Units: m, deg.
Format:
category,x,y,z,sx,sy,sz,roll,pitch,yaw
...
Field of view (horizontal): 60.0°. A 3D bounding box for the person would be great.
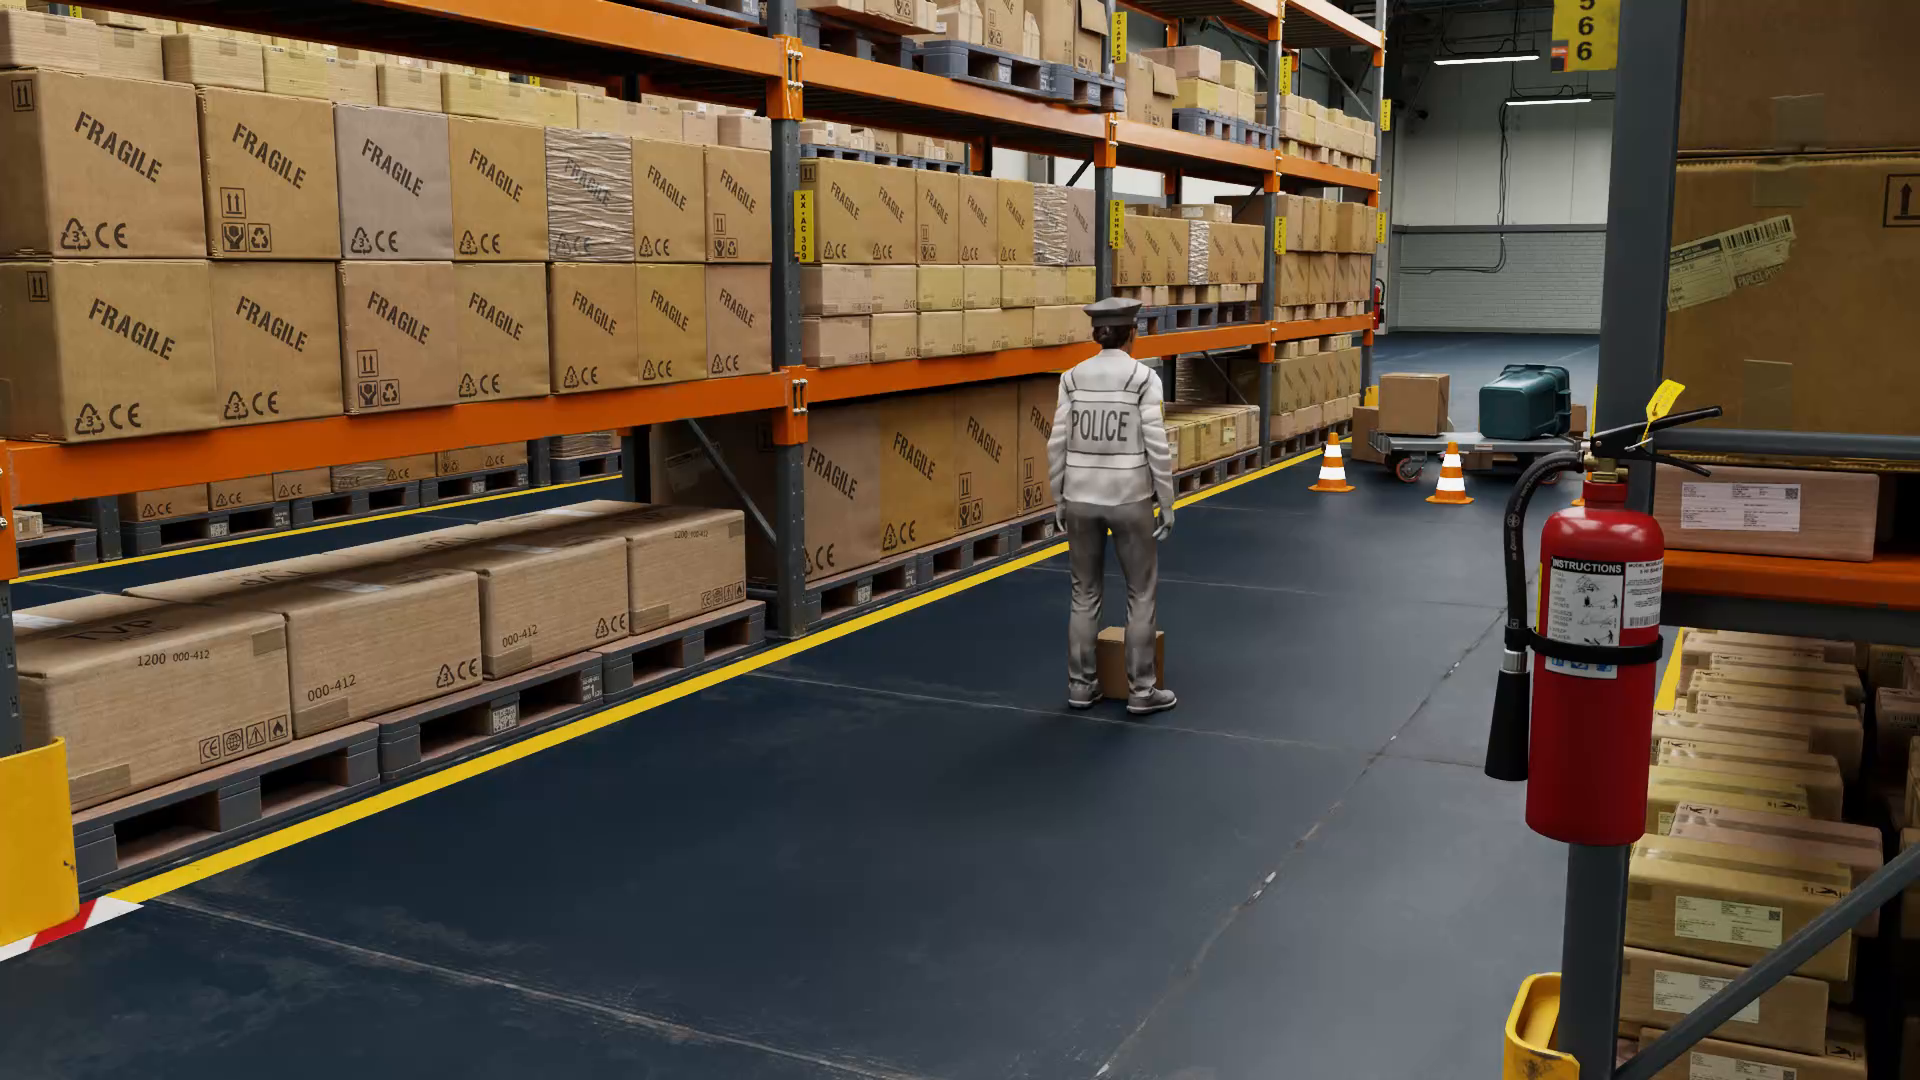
category,x,y,z,sx,sy,sz,roll,pitch,yaw
person,0.618,-0.137,6.708,0.510,1.662,0.373,4,10,25
